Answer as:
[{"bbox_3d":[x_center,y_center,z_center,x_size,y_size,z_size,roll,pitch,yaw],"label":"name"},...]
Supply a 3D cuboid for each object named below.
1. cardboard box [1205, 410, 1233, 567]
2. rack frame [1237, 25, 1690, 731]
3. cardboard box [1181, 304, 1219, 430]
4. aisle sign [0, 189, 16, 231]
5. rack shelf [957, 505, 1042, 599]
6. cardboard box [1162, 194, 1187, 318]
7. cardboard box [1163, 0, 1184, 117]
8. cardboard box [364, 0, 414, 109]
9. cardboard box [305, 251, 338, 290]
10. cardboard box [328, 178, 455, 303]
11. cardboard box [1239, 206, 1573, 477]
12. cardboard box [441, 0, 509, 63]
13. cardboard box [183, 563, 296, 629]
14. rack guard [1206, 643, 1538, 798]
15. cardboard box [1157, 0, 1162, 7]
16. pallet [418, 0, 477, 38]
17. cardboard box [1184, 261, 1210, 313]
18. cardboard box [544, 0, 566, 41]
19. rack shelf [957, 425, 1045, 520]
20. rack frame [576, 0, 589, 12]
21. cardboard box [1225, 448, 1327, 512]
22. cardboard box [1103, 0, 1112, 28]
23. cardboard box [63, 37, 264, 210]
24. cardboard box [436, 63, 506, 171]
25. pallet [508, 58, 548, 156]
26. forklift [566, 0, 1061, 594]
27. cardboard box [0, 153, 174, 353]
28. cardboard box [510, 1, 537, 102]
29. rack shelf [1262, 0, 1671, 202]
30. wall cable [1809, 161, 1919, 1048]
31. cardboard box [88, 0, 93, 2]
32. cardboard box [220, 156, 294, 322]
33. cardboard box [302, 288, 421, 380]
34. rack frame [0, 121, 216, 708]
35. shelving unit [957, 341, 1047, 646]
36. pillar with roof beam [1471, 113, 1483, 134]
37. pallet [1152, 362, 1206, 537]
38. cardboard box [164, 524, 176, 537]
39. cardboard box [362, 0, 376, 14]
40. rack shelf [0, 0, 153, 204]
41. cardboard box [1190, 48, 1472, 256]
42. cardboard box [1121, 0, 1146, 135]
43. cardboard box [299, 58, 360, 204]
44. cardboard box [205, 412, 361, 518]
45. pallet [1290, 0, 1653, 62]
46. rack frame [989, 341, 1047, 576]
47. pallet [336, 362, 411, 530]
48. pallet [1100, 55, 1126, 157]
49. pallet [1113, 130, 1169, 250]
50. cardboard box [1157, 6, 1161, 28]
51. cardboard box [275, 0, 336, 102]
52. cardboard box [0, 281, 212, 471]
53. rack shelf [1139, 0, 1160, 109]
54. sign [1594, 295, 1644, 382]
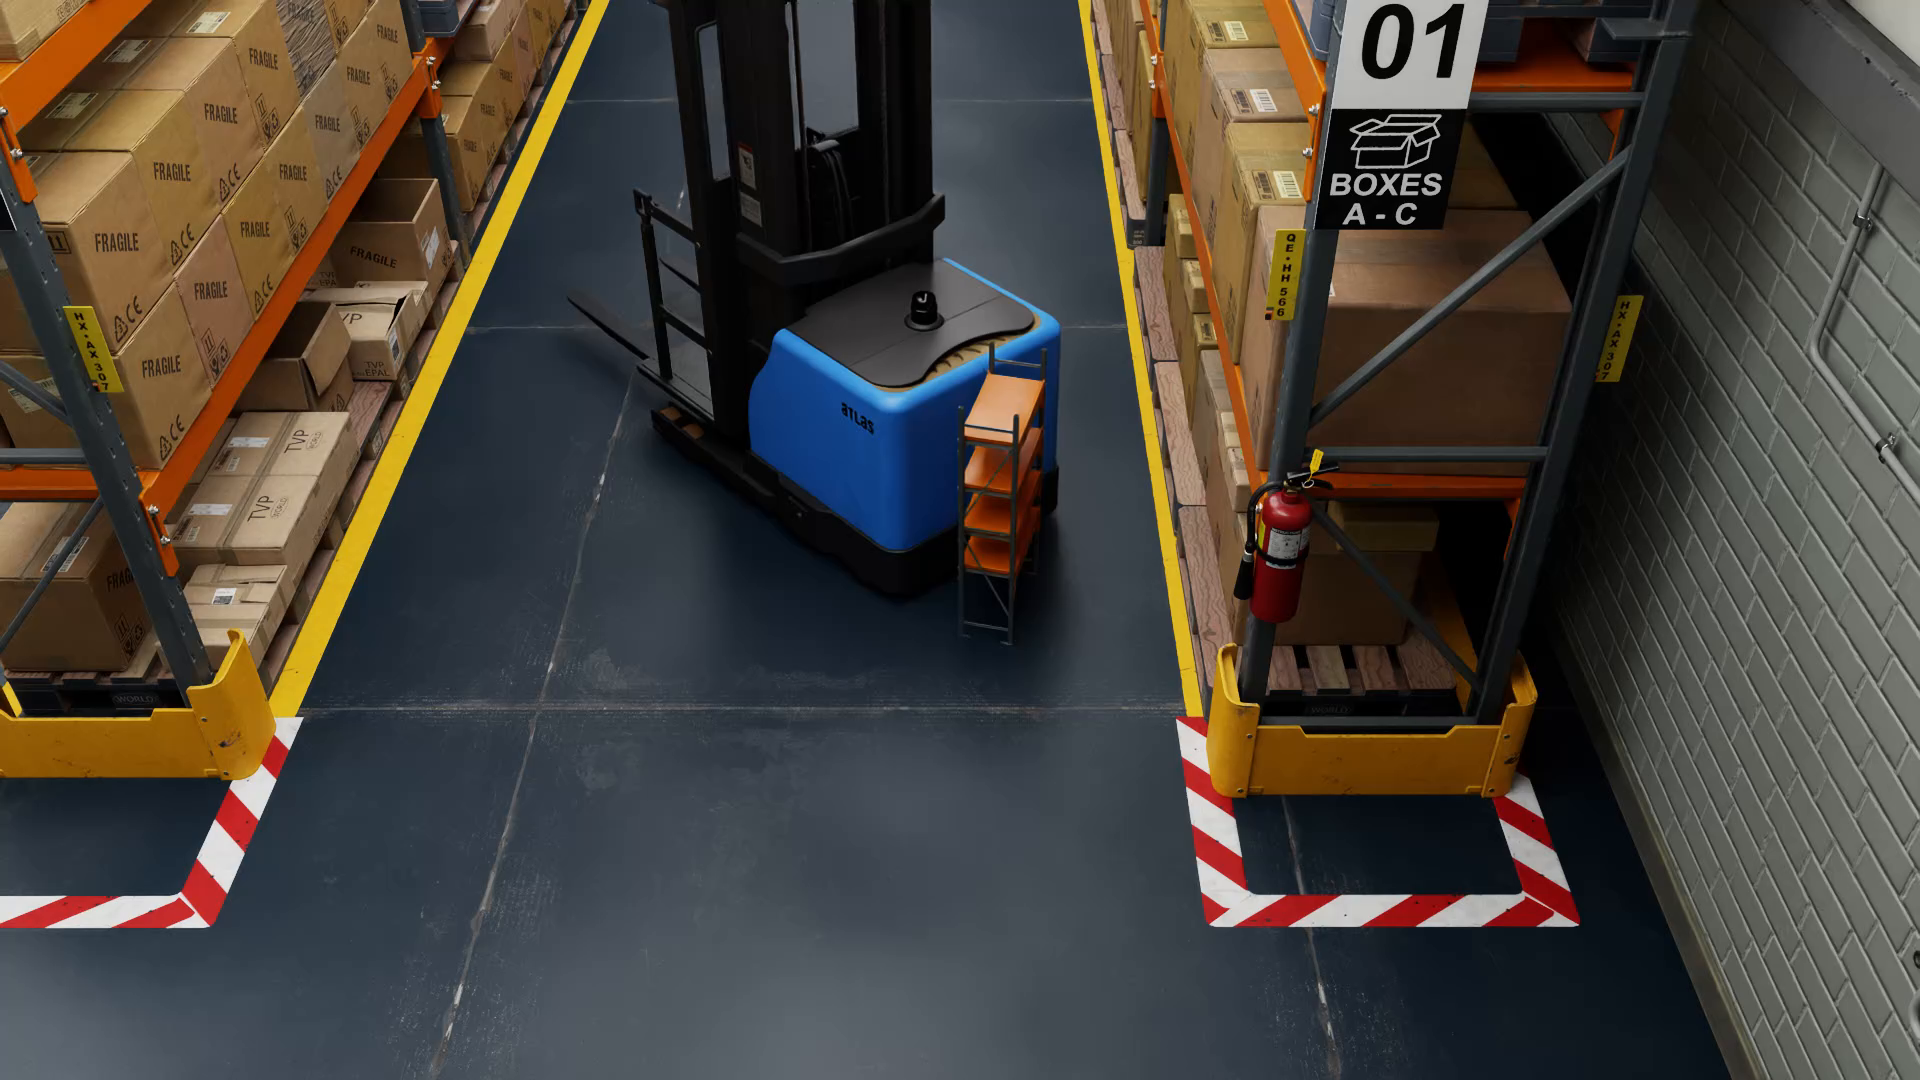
[{"bbox_3d":[1.477,-0.227,7.297,0.700,0.500,0.500,0,39,0],"label":"cardboard box"},{"bbox_3d":[1.578,-0.288,5.710,1.000,3.000,0.127,0,39,0],"label":"rack frame"},{"bbox_3d":[1.468,-0.874,8.106,0.700,0.500,0.500,1,39,1],"label":"cardboard box"},{"bbox_3d":[-3.082,-1.254,4.837,0.394,0.787,0.004,0,39,0],"label":"aisle sign"},{"bbox_3d":[0.175,0.028,7.181,0.258,0.148,0.480,9,40,12],"label":"rack shelf"},{"bbox_3d":[1.472,-1.510,8.898,0.700,0.500,0.500,0,39,1],"label":"cardboard box"},{"bbox_3d":[1.558,-2.567,8.314,0.980,0.700,0.700,1,39,1],"label":"cardboard box"},{"bbox_3d":[-3.123,-2.510,8.403,0.500,0.500,0.500,1,39,1],"label":"cardboard box"},{"bbox_3d":[-3.596,-1.643,9.200,0.500,0.311,0.500,0,39,0],"label":"cardboard box"},{"bbox_3d":[-3.096,-1.623,9.024,0.500,0.500,0.500,0,39,0],"label":"cardboard box"},{"bbox_3d":[1.568,-0.723,6.014,0.980,0.700,0.700,2,39,2],"label":"cardboard box"},{"bbox_3d":[-3.138,-3.200,10.392,0.500,0.250,0.500,0,39,0],"label":"cardboard box"},{"bbox_3d":[-3.032,0.234,6.973,0.380,0.166,0.250,0,39,0],"label":"cardboard box"},{"bbox_3d":[1.578,0.703,6.473,1.175,0.500,0.348,0,39,0],"label":"rack guard"},{"bbox_3d":[1.321,-3.240,9.061,0.500,0.500,0.500,-1,39,-1],"label":"cardboard box"},{"bbox_3d":[-3.272,-3.208,9.508,1.003,0.211,1.213,0,39,0],"label":"pallet"},{"bbox_3d":[1.291,-1.222,8.021,0.380,0.149,0.250,-1,39,-1],"label":"cardboard box"},{"bbox_3d":[-3.149,-3.896,11.860,0.500,0.500,0.500,1,39,2],"label":"cardboard box"},{"bbox_3d":[0.175,-0.302,6.917,0.258,0.148,0.480,9,40,12],"label":"rack shelf"},{"bbox_3d":[-3.384,-5.284,11.946,1.000,3.000,0.127,0,39,0],"label":"rack frame"},{"bbox_3d":[1.295,-0.247,6.804,0.380,0.149,0.250,0,39,-1],"label":"cardboard box"},{"bbox_3d":[1.439,-4.155,11.920,0.750,0.750,0.750,-1,39,-1],"label":"cardboard box"},{"bbox_3d":[-3.116,-1.628,6.504,0.500,0.500,0.500,0,39,1],"label":"cardboard box"},{"bbox_3d":[-3.149,-2.615,10.262,0.500,0.500,0.500,0,39,1],"label":"cardboard box"},{"bbox_3d":[-3.423,-2.968,11.285,1.003,0.211,1.213,0,39,0],"label":"pallet"},{"bbox_3d":[-0.896,-1.745,7.584,1.130,2.935,3.031,-29,47,-31],"label":"forklift"},{"bbox_3d":[-3.112,-0.988,5.705,0.500,0.500,0.500,1,39,1],"label":"cardboard box"},{"bbox_3d":[-3.142,-3.244,11.047,0.500,0.500,0.500,-1,39,-2],"label":"cardboard box"},{"bbox_3d":[1.576,-2.428,6.558,1.077,0.370,4.000,0,39,0],"label":"rack shelf"},{"bbox_3d":[2.526,0.116,4.394,0.084,1.984,1.851,0,39,0],"label":"wall cable"},{"bbox_3d":[-3.109,-2.028,5.603,0.500,0.250,0.500,0,39,0],"label":"cardboard box"},{"bbox_3d":[-3.116,-1.235,6.812,0.500,0.500,0.500,0,39,0],"label":"cardboard box"},{"bbox_3d":[-3.095,-1.080,8.498,0.500,0.311,0.500,0,39,0],"label":"cardboard box"},{"bbox_3d":[-3.375,-0.282,5.703,1.000,3.000,0.127,0,39,0],"label":"rack frame"},{"bbox_3d":[0.175,-0.180,7.015,0.258,1.200,0.503,9,40,12],"label":"shelving unit"},{"bbox_3d":[-1.865,-4.690,6.406,9.100,9.000,0.400,0,39,0],"label":"pillar with roof beam"},{"bbox_3d":[1.501,-0.460,8.156,1.003,0.211,1.213,0,39,0],"label":"pallet"},{"bbox_3d":[-3.533,0.059,7.191,0.380,0.166,0.250,0,39,0],"label":"cardboard box"},{"bbox_3d":[-3.120,-2.896,8.086,0.500,0.500,0.500,0,39,0],"label":"cardboard box"},{"bbox_3d":[-3.378,-2.422,6.550,1.077,0.370,4.000,0,39,0],"label":"rack shelf"},{"bbox_3d":[1.564,-1.655,7.177,0.980,0.700,0.700,-2,39,-2],"label":"cardboard box"},{"bbox_3d":[1.439,-3.076,10.573,0.750,0.750,0.750,1,39,1],"label":"cardboard box"},{"bbox_3d":[-3.118,-1.866,7.600,0.500,0.500,0.500,1,39,1],"label":"cardboard box"},{"bbox_3d":[-3.093,-0.346,7.630,0.500,0.250,0.500,0,39,0],"label":"cardboard box"},{"bbox_3d":[1.567,-1.887,5.379,1.003,0.211,1.213,0,39,0],"label":"pallet"},{"bbox_3d":[0.238,-0.327,7.199,0.240,1.200,0.015,9,40,12],"label":"rack frame"},{"bbox_3d":[-3.376,-0.500,8.206,1.003,0.211,1.213,0,39,0],"label":"pallet"},{"bbox_3d":[1.493,-2.948,11.260,1.003,0.211,1.213,0,39,0],"label":"pallet"},{"bbox_3d":[1.498,-2.183,10.306,1.003,0.211,1.213,0,39,0],"label":"pallet"},{"bbox_3d":[1.290,-2.910,9.167,0.380,0.149,0.250,0,39,0],"label":"cardboard box"},{"bbox_3d":[-3.117,-2.261,7.293,0.500,0.500,0.500,0,39,0],"label":"cardboard box"},{"bbox_3d":[-3.112,-0.598,6.018,0.500,0.500,0.500,1,39,1],"label":"cardboard box"},{"bbox_3d":[1.571,-3.759,10.617,1.077,0.370,4.000,0,39,0],"label":"rack shelf"},{"bbox_3d":[2.133,-0.653,5.410,0.100,0.325,0.005,0,39,0],"label":"sign"}]
